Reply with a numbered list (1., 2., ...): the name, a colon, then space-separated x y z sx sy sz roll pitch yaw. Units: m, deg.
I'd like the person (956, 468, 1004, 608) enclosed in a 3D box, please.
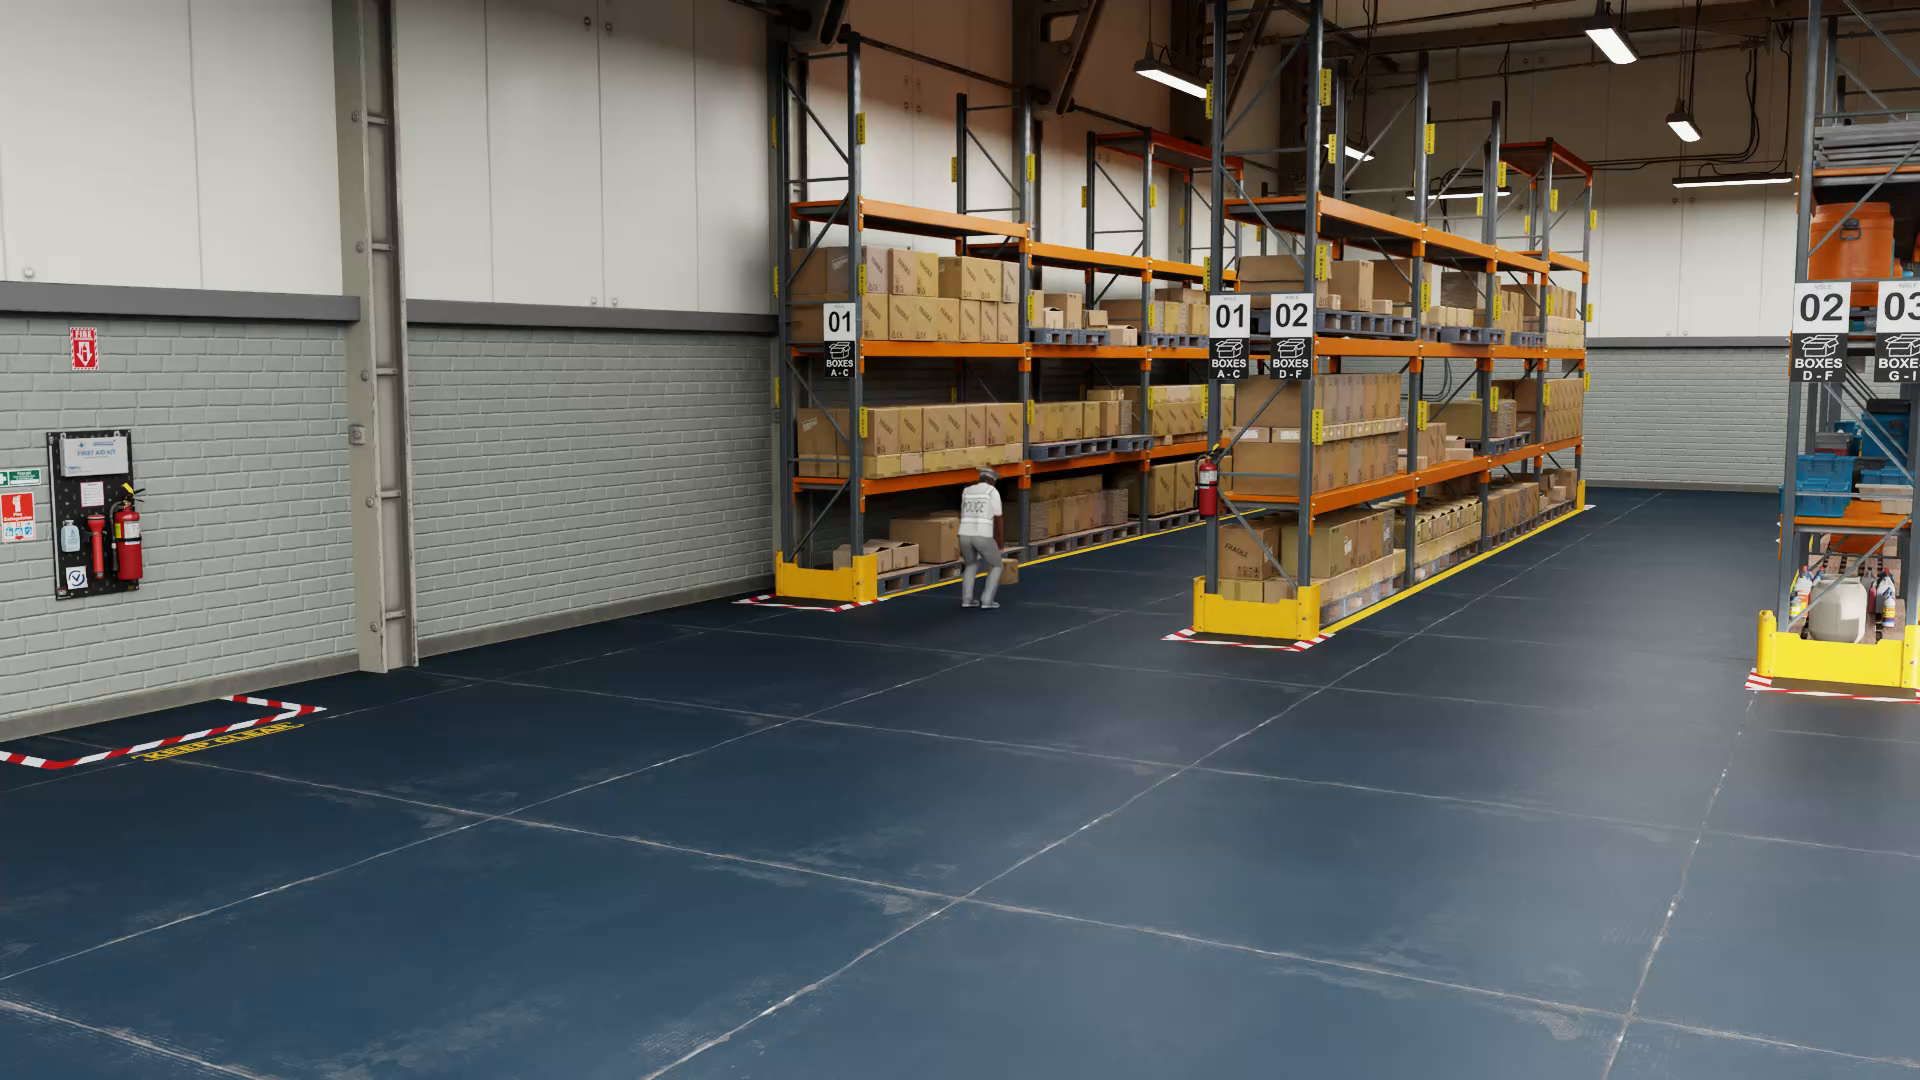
1. person: 0.210 -0.018 17.542 0.492 1.464 0.649 3 7 30
